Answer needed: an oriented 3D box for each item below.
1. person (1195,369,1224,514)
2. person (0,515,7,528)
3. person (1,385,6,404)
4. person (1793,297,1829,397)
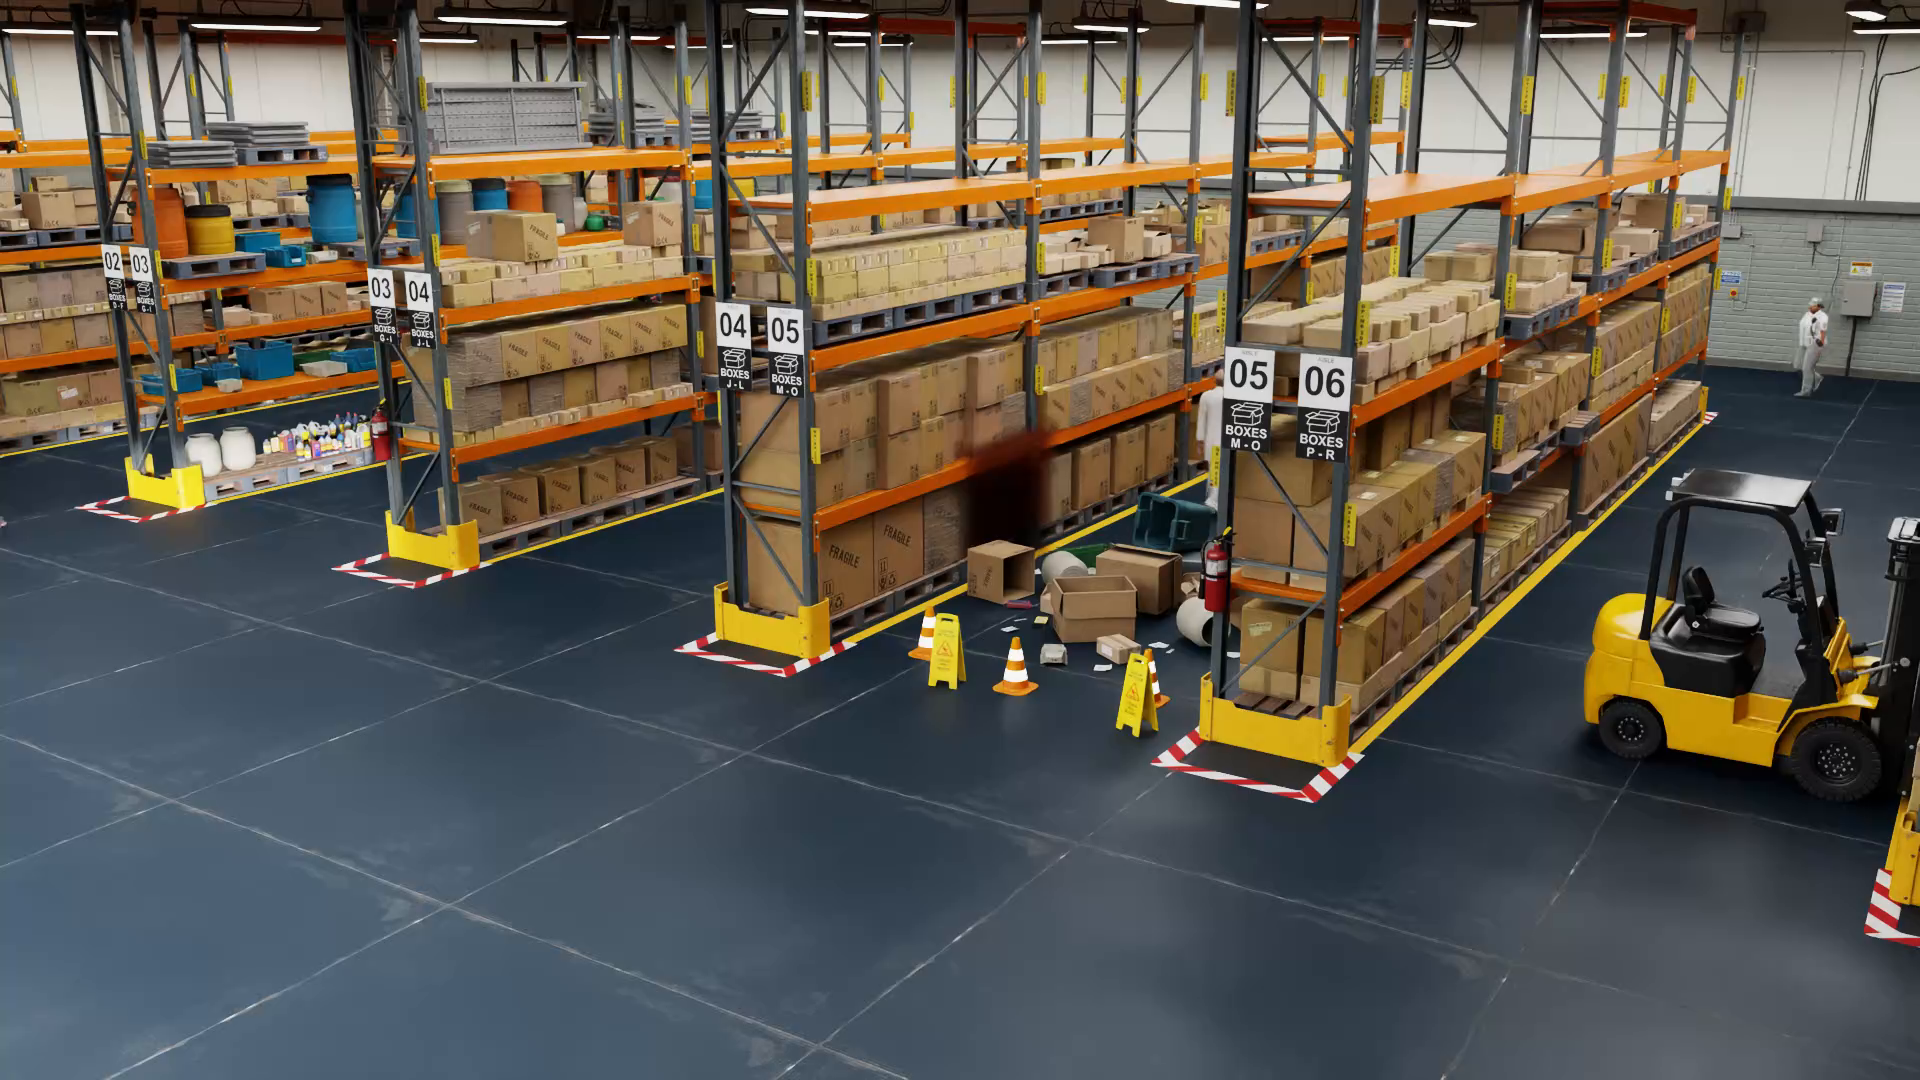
[{"bbox_3d":[3.108,-1.169,20.102,0.616,1.782,0.638,-15,21,-43],"label":"person"},{"bbox_3d":[-11.304,-0.754,18.947,0.538,1.650,0.786,8,17,27],"label":"person"},{"bbox_3d":[-15.203,-2.683,25.782,0.521,1.601,1.065,2,16,7],"label":"person"},{"bbox_3d":[14.226,-3.228,27.682,0.592,1.647,0.501,-2,16,-8],"label":"person"}]
